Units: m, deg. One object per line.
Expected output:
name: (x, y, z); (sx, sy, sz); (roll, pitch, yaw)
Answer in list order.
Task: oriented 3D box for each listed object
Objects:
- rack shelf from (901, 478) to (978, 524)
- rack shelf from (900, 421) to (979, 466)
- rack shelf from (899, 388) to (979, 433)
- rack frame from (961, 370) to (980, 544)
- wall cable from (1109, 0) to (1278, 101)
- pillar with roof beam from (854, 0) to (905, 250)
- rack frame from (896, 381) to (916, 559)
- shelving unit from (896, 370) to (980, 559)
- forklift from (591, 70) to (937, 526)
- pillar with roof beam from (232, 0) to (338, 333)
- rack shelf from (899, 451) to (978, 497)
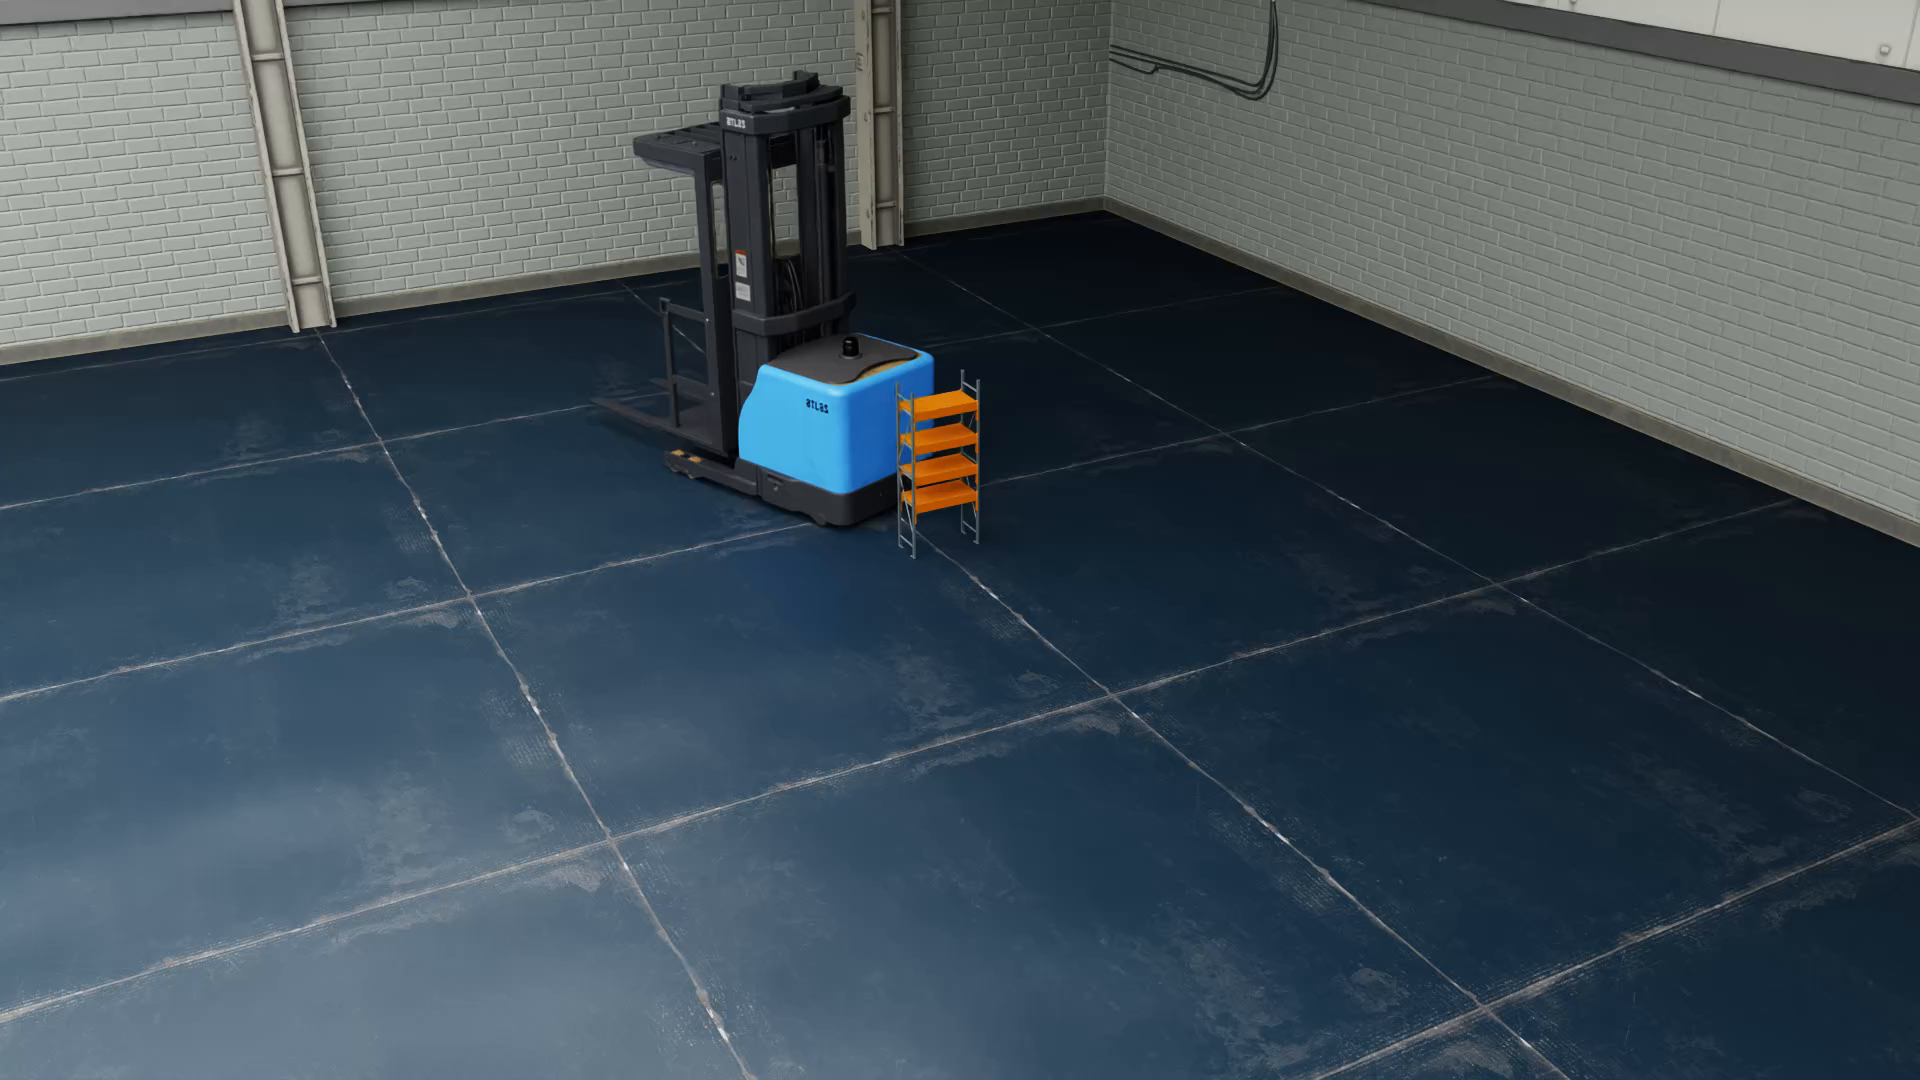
rack shelf: (-0.146, -0.268, 11.337); (0.480, 0.148, 0.258); (-13, 29, -25)
rack shelf: (-0.146, -0.648, 11.155); (0.480, 0.148, 0.258); (-13, 29, -25)
rack shelf: (-0.146, -0.861, 11.052); (0.480, 0.148, 0.258); (-13, 29, -25)
rack frame: (0.069, -0.557, 11.326); (0.015, 1.200, 0.240); (-13, 29, -25)
wall cable: (2.366, -6.018, 17.277); (0.112, 2.526, 3.097); (-13, 29, -25)
pillar with roof beam: (1.170, -5.679, 12.983); (0.400, 9.000, 9.100); (-13, 29, -25)
rack frame: (-0.361, -0.457, 11.119); (0.015, 1.200, 0.240); (-13, 29, -25)
shelving unit: (-0.146, -0.507, 11.222); (0.503, 1.200, 0.258); (-13, 29, -25)
forklift: (-1.613, -1.935, 12.195); (3.031, 2.935, 1.130); (20, 32, 36)
pillar with roof beam: (-4.124, -4.457, 10.437); (0.400, 9.000, 9.100); (-13, 29, -25)
rack shelf: (-0.146, -0.447, 11.251); (0.480, 0.148, 0.258); (-13, 29, -25)
